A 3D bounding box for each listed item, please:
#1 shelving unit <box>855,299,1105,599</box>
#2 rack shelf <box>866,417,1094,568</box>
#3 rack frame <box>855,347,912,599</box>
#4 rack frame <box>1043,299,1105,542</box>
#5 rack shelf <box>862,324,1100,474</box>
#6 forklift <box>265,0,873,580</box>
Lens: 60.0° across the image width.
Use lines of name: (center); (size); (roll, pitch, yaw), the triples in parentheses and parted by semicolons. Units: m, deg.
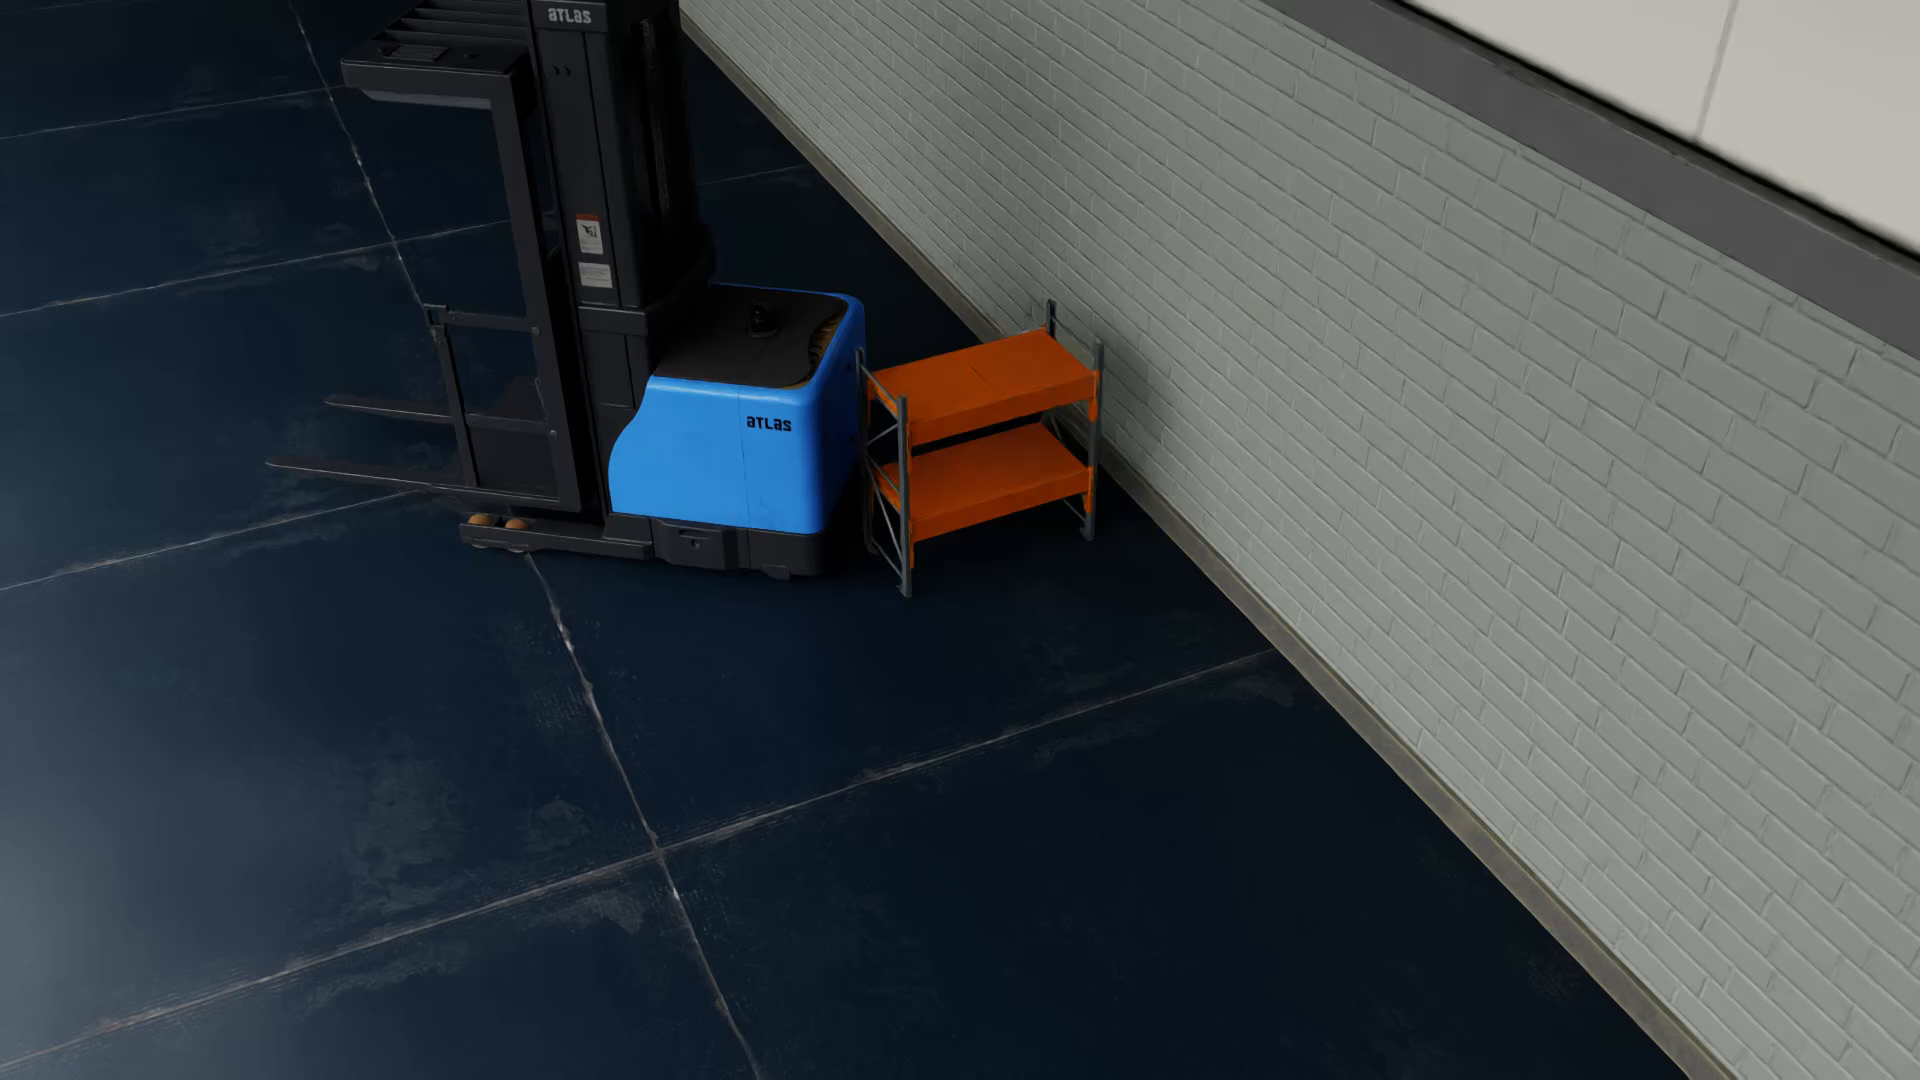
shelving unit: (0.094, -0.444, 8.045); (1.048, 1.125, 0.538); (-17, 39, -21)
rack shelf: (0.094, -0.247, 8.190); (1.000, 0.278, 0.538); (-17, 39, -21)
rack frame: (-0.359, -0.307, 7.860); (0.032, 1.125, 0.500); (-17, 39, -21)
rack frame: (0.547, -0.581, 8.230); (0.032, 1.125, 0.500); (-17, 39, -21)
rack shelf: (0.093, -0.680, 7.872); (1.000, 0.278, 0.538); (-17, 39, -21)
forklift: (-2.028, -1.415, 7.841); (3.031, 2.935, 1.130); (7, 37, 9)
